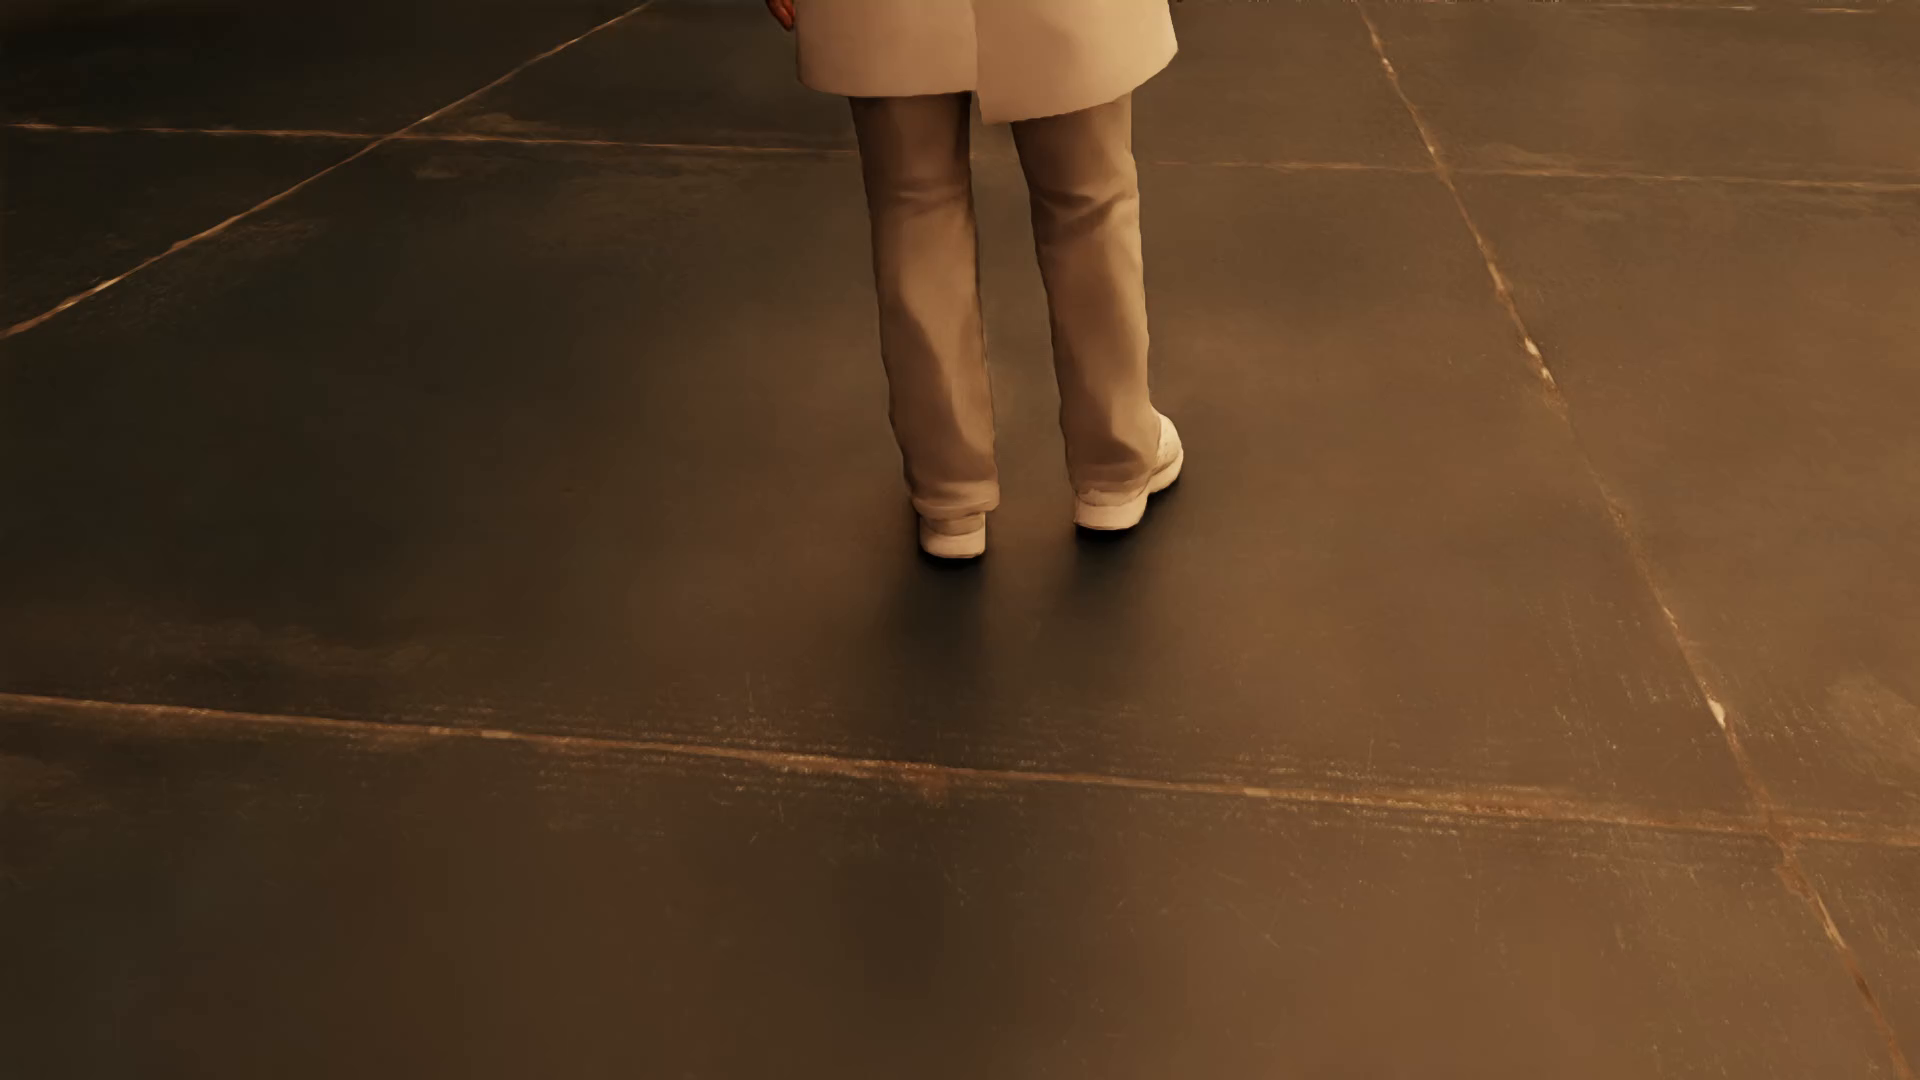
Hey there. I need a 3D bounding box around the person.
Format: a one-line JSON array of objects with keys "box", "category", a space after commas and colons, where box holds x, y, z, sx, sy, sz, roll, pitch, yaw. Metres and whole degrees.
[{"box": [0.017, -0.842, 2.180, 0.694, 1.776, 0.579, 3, 27, 7], "category": "person"}]
